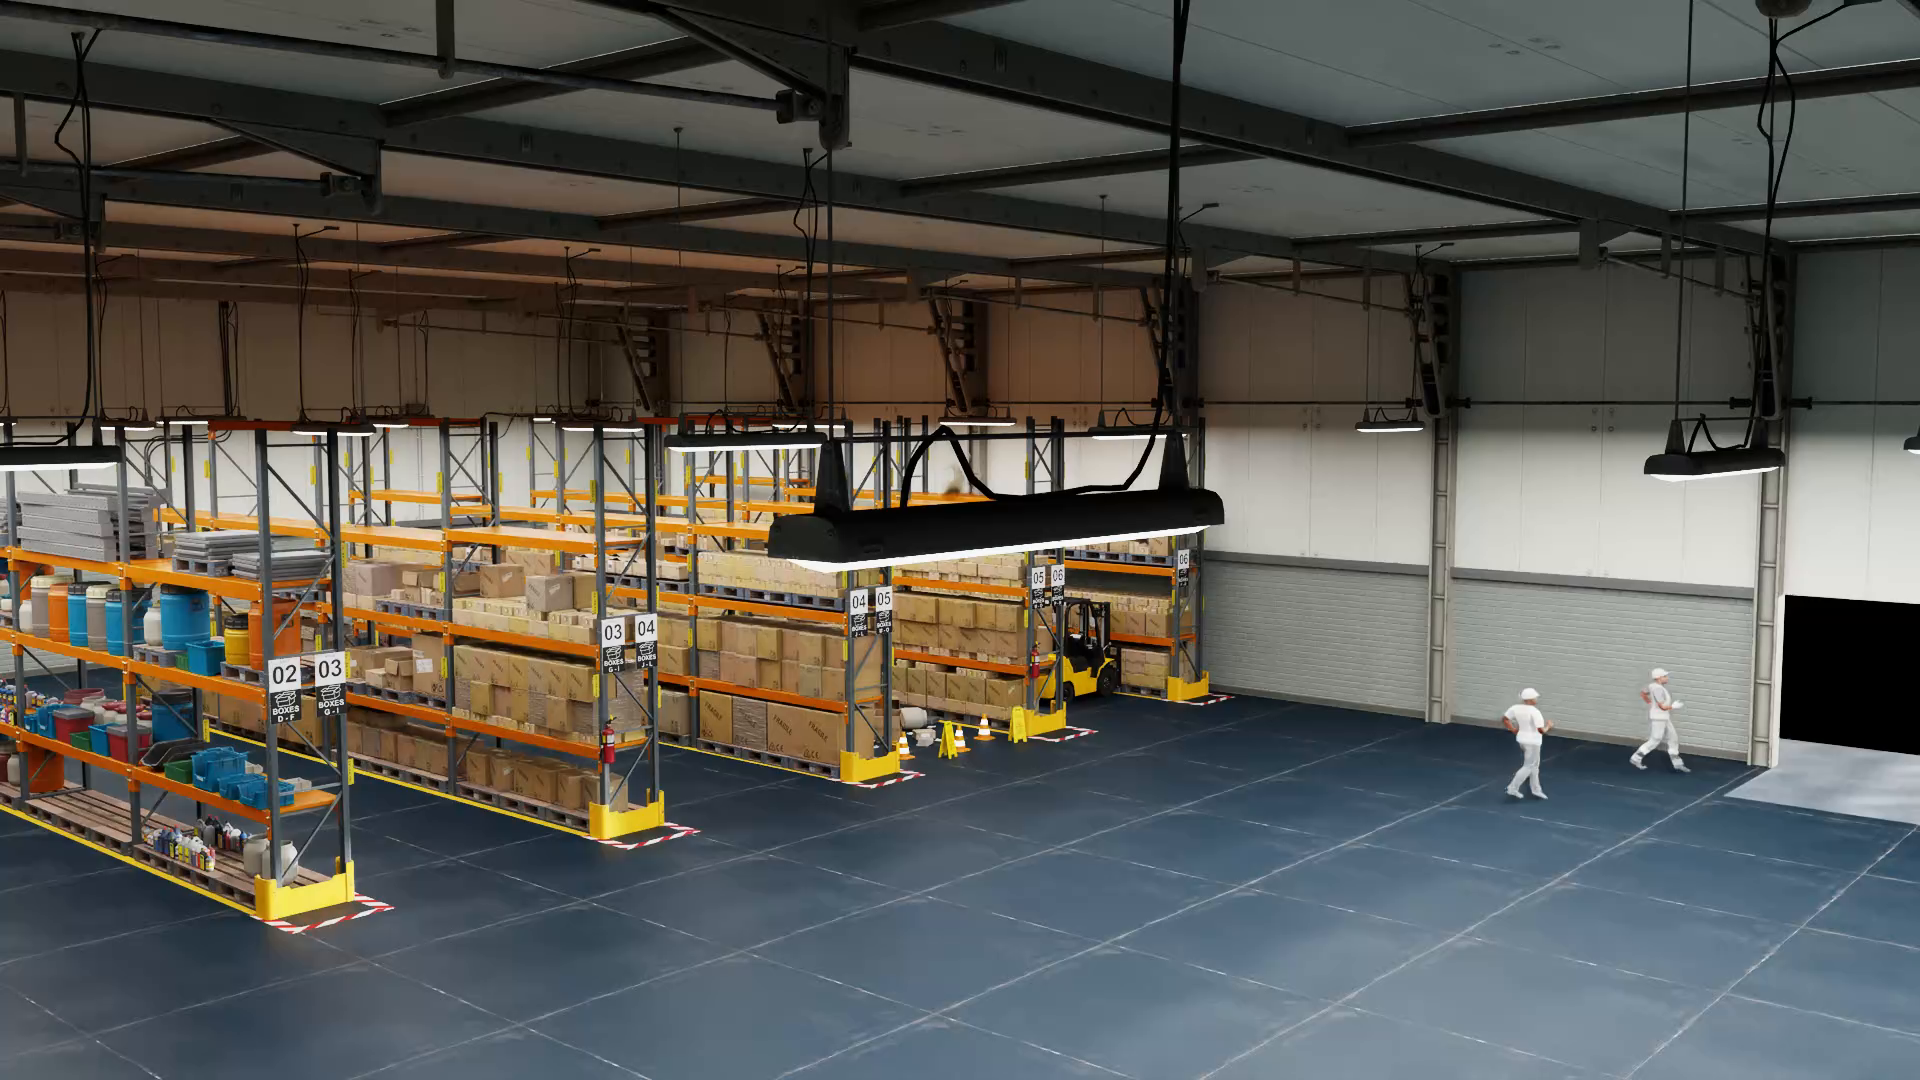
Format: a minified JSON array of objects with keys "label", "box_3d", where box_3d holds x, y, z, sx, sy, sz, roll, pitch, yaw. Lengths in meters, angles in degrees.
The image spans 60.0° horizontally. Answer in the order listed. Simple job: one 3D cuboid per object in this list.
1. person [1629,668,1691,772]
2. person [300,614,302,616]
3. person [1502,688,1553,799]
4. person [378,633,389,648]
[{"label":"person","box_3d":[11.974,3.066,28.375,0.992,1.775,0.670,2,5,21]},{"label":"person","box_3d":[-14.981,2.451,37.387,0.687,1.549,0.508,0,5,-1]},{"label":"person","box_3d":[9.013,3.245,26.326,0.815,1.810,0.682,-1,5,-15]},{"label":"person","box_3d":[-13.856,2.184,40.091,0.590,1.625,0.590,4,6,43]}]
